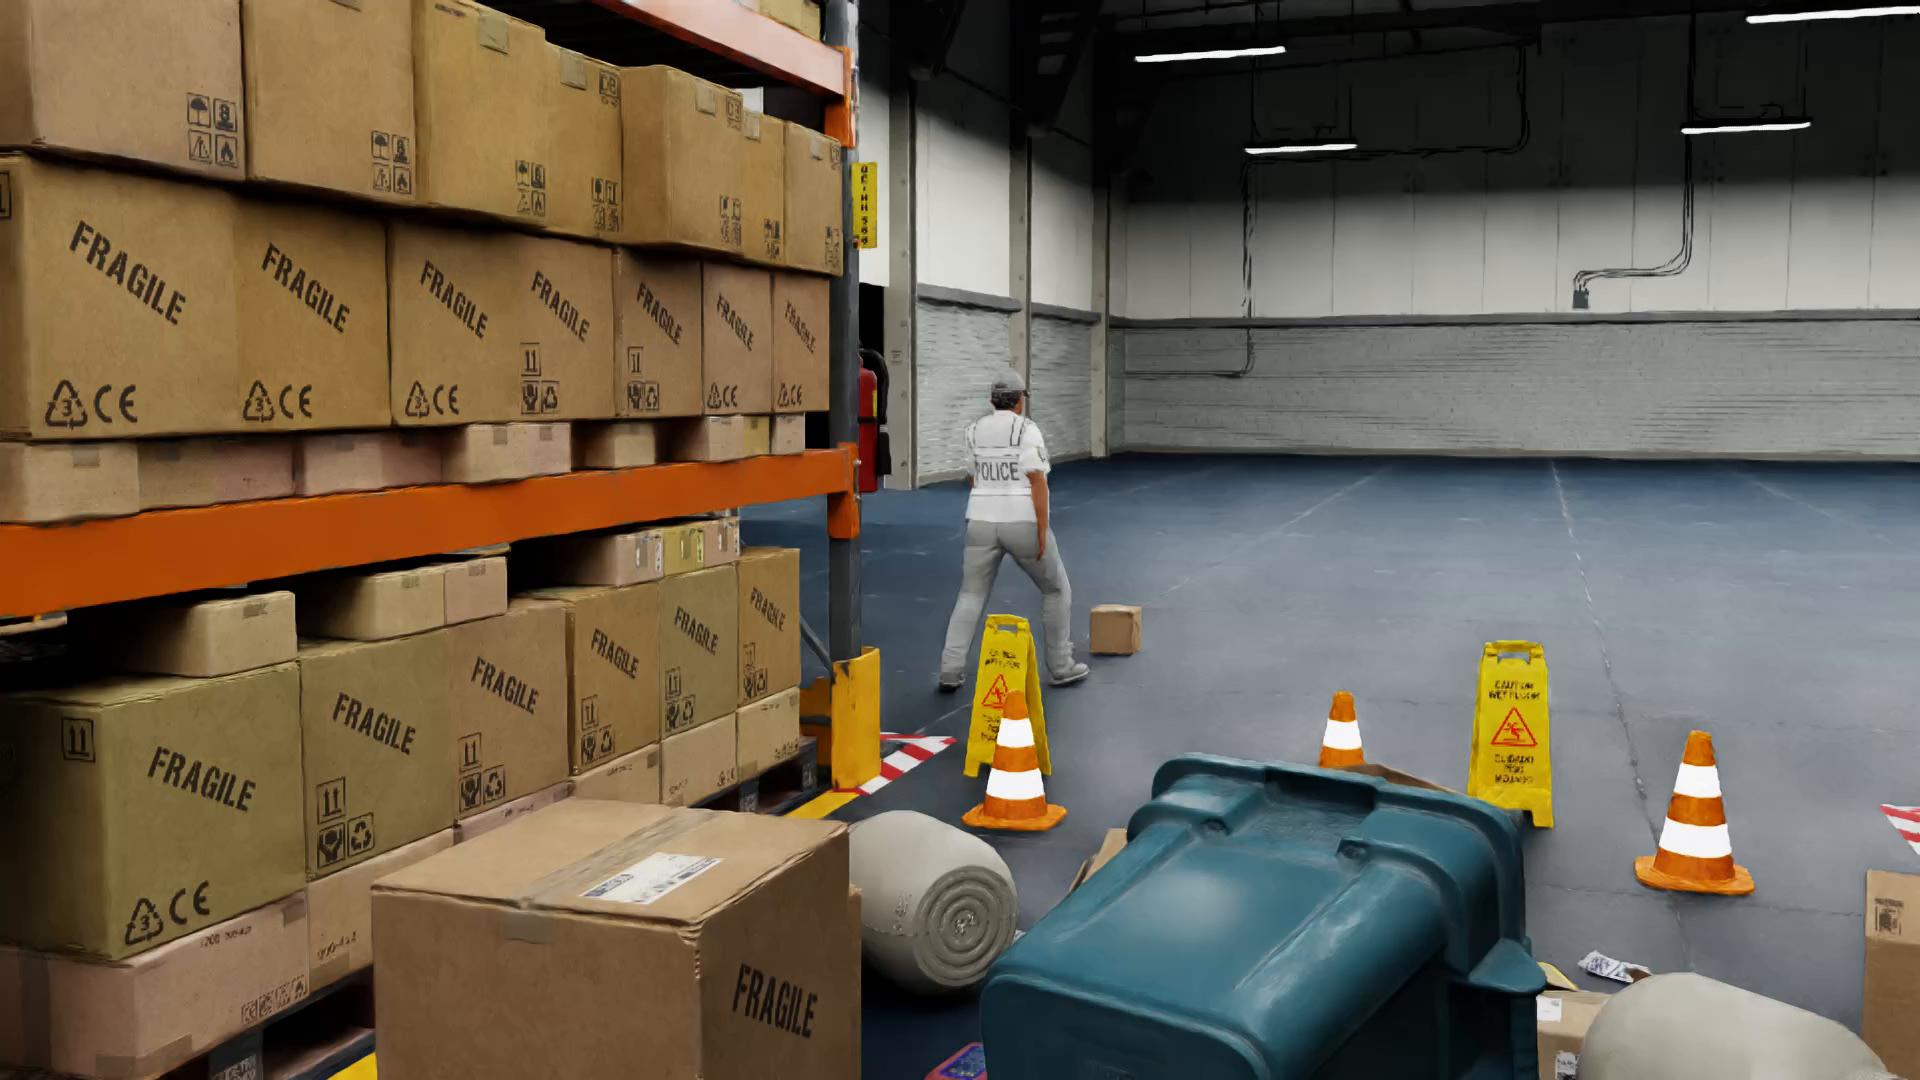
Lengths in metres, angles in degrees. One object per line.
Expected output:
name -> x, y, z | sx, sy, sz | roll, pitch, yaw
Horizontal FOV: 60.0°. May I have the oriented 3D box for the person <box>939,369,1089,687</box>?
person -> 0.261, -0.063, 8.535 | 0.599, 1.619, 0.775 | 3, 6, 29
